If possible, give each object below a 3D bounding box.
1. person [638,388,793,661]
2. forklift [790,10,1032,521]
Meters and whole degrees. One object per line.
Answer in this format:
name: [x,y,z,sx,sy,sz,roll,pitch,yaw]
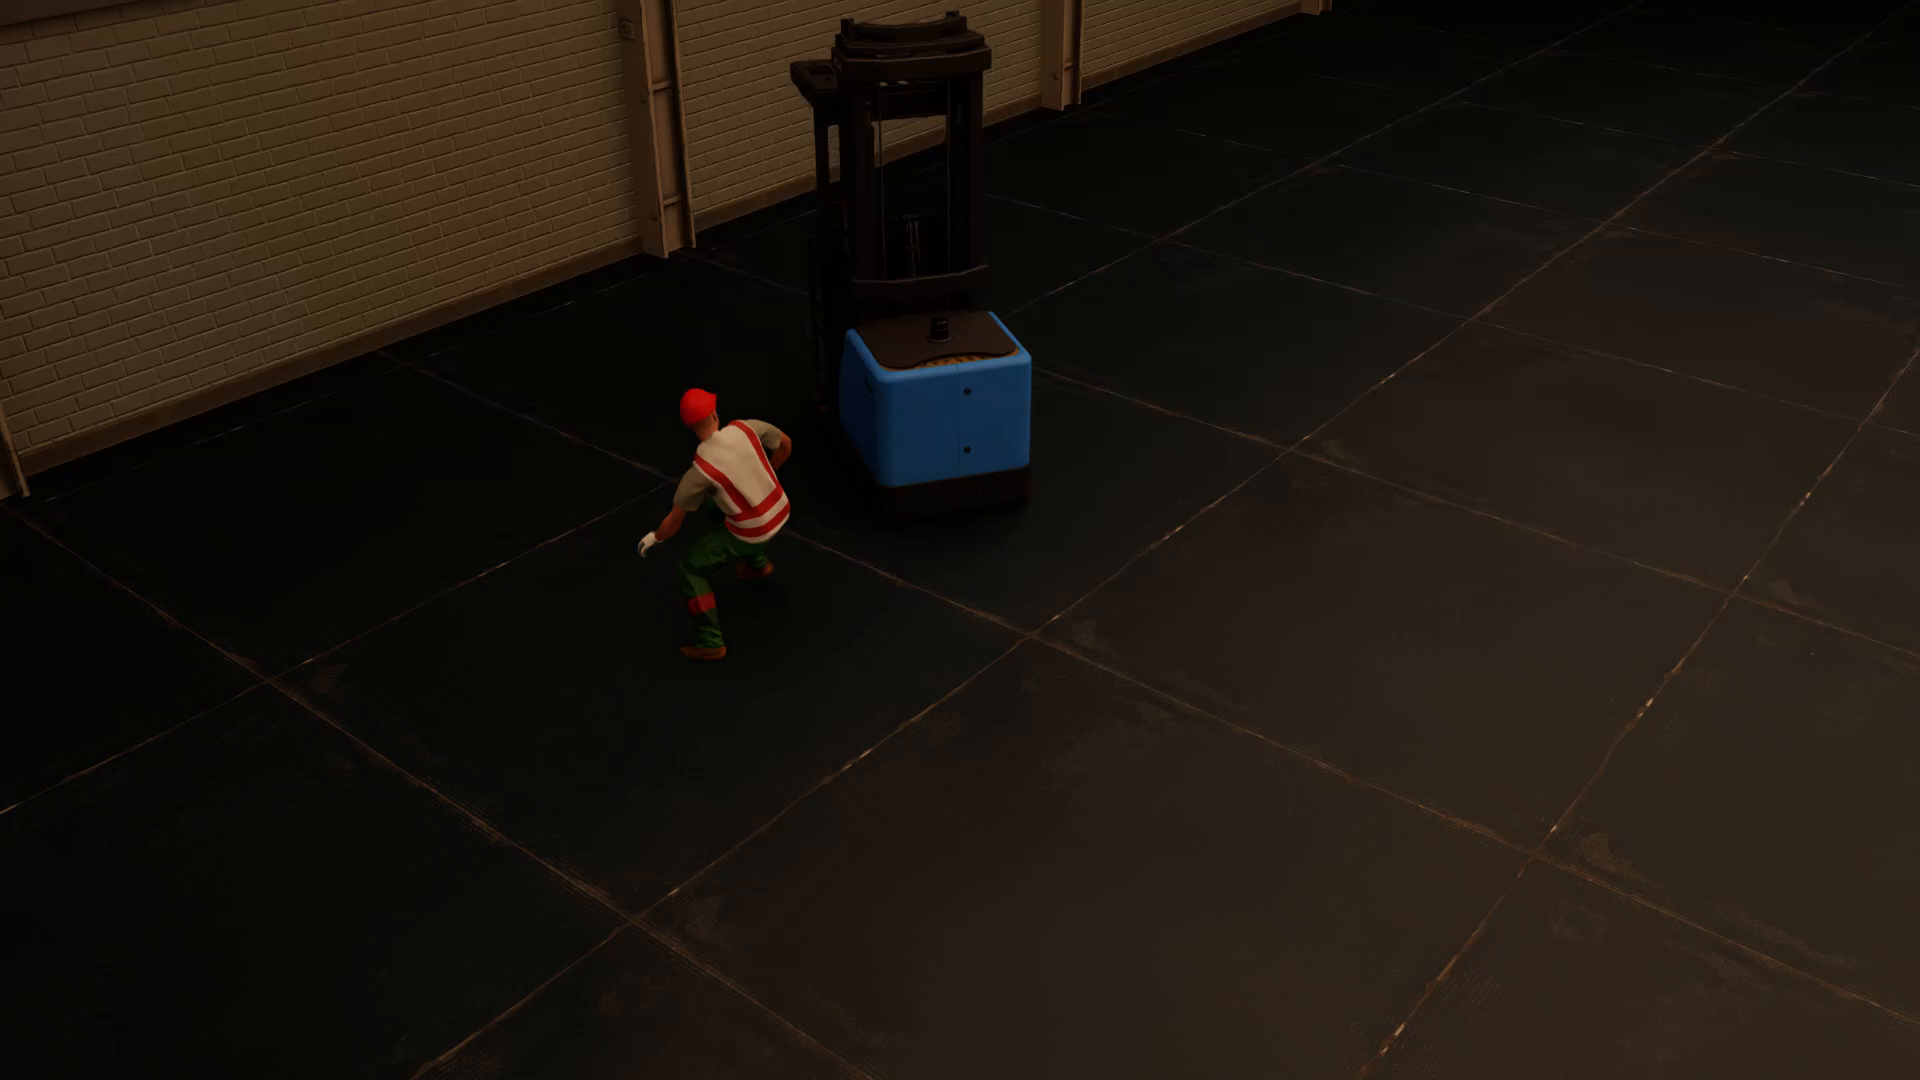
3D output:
person: [-1.333,-0.151,9.305,0.678,1.539,0.833,17,34,27]
forklift: [-0.470,-2.119,11.221,1.130,2.935,3.031,-9,32,-15]
